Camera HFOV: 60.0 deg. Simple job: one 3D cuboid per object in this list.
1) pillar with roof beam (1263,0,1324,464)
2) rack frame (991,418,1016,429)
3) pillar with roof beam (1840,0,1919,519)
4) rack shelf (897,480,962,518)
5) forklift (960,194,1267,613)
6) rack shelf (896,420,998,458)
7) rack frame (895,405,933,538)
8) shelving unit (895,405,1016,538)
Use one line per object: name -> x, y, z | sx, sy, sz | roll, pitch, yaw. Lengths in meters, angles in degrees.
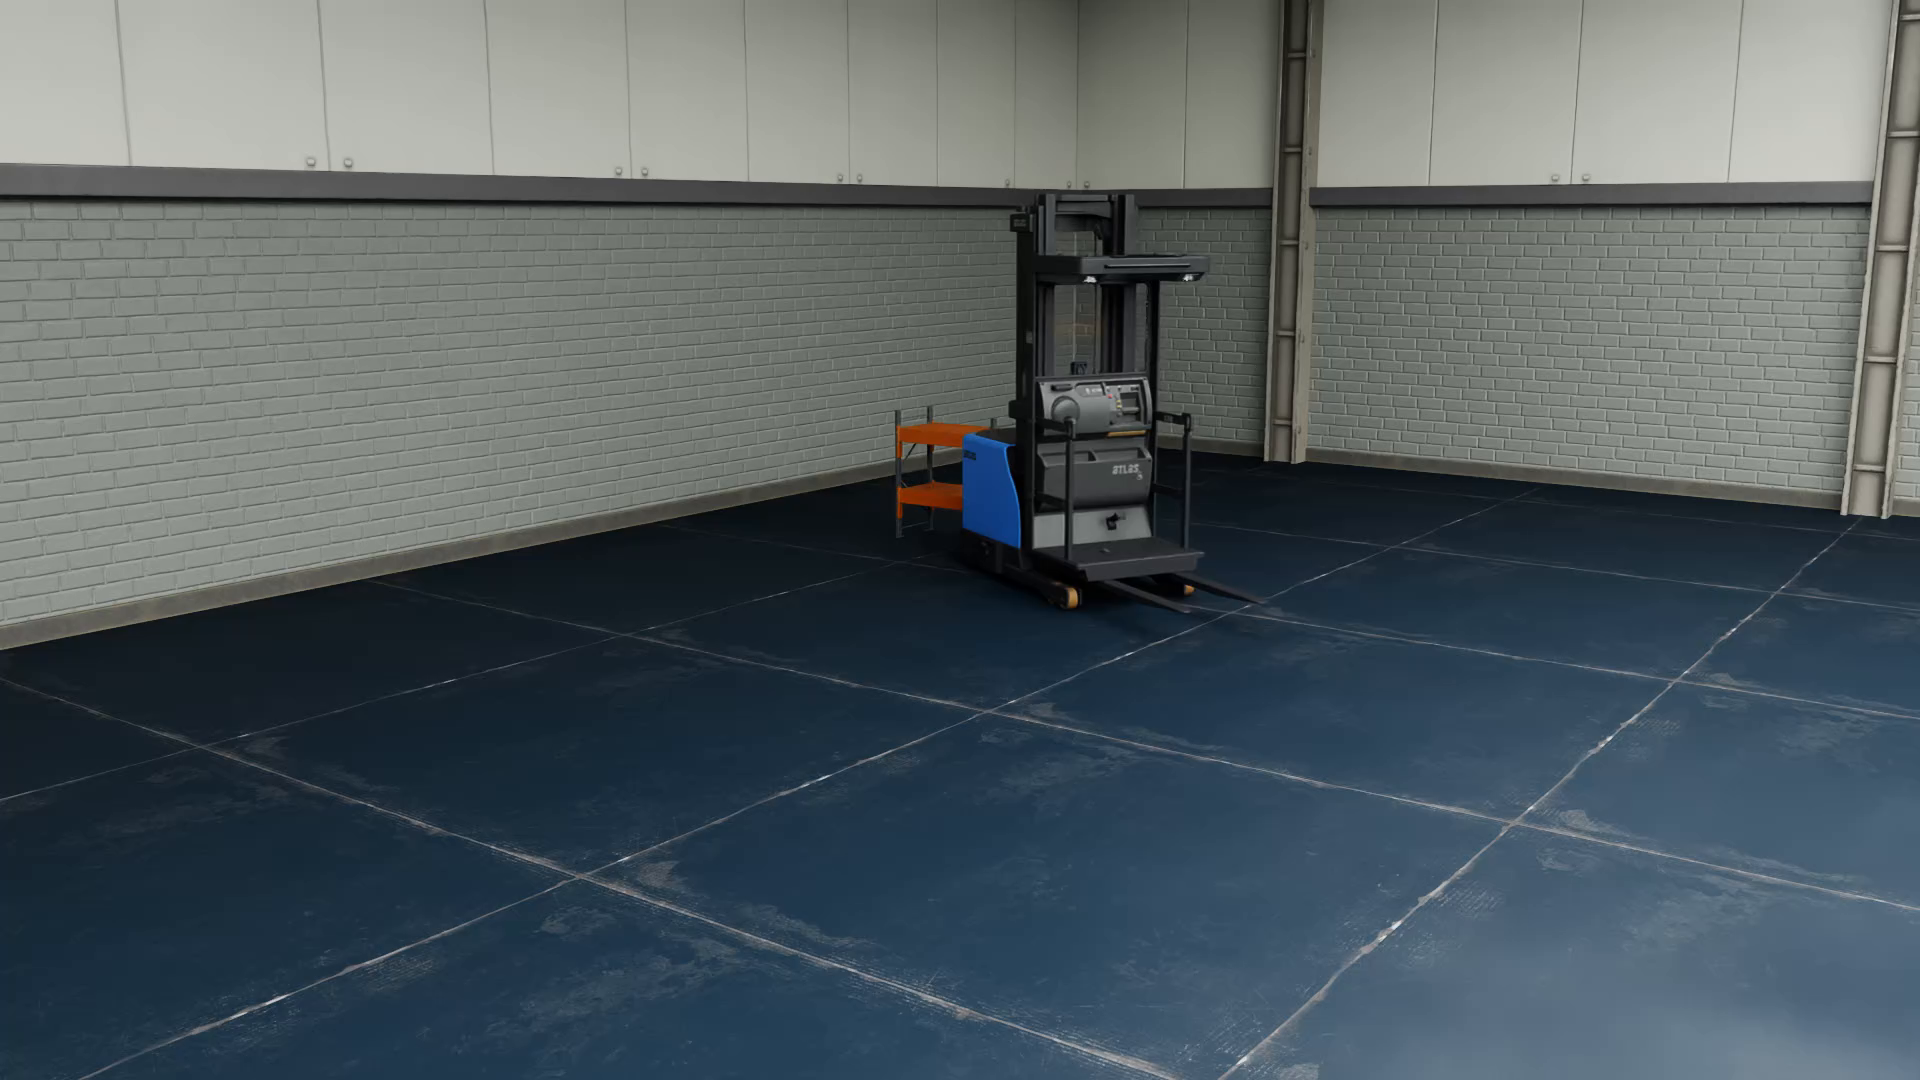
pillar with roof beam -> 1.216, -4.676, 15.010 | 0.400, 9.000, 9.100 | 8, 13, 36
rack frame -> 0.415, -0.494, 14.124 | 0.032, 1.125, 0.500 | 8, 13, 36
pillar with roof beam -> 6.052, -4.002, 11.524 | 0.400, 9.000, 9.100 | 8, 13, 36
rack shelf -> 0.005, -0.311, 14.465 | 1.000, 0.278, 0.538 | 8, 13, 36
forklift -> 1.104, -1.033, 12.153 | 1.130, 2.935, 3.031 | -5, 12, -26
rack shelf -> 0.005, -0.839, 14.363 | 1.000, 0.278, 0.538 | 8, 13, 36
rack frame -> -0.404, -0.609, 14.714 | 0.032, 1.125, 0.500 | 8, 13, 36
shelving unit -> 0.005, -0.552, 14.419 | 1.048, 1.125, 0.538 | 8, 13, 36
